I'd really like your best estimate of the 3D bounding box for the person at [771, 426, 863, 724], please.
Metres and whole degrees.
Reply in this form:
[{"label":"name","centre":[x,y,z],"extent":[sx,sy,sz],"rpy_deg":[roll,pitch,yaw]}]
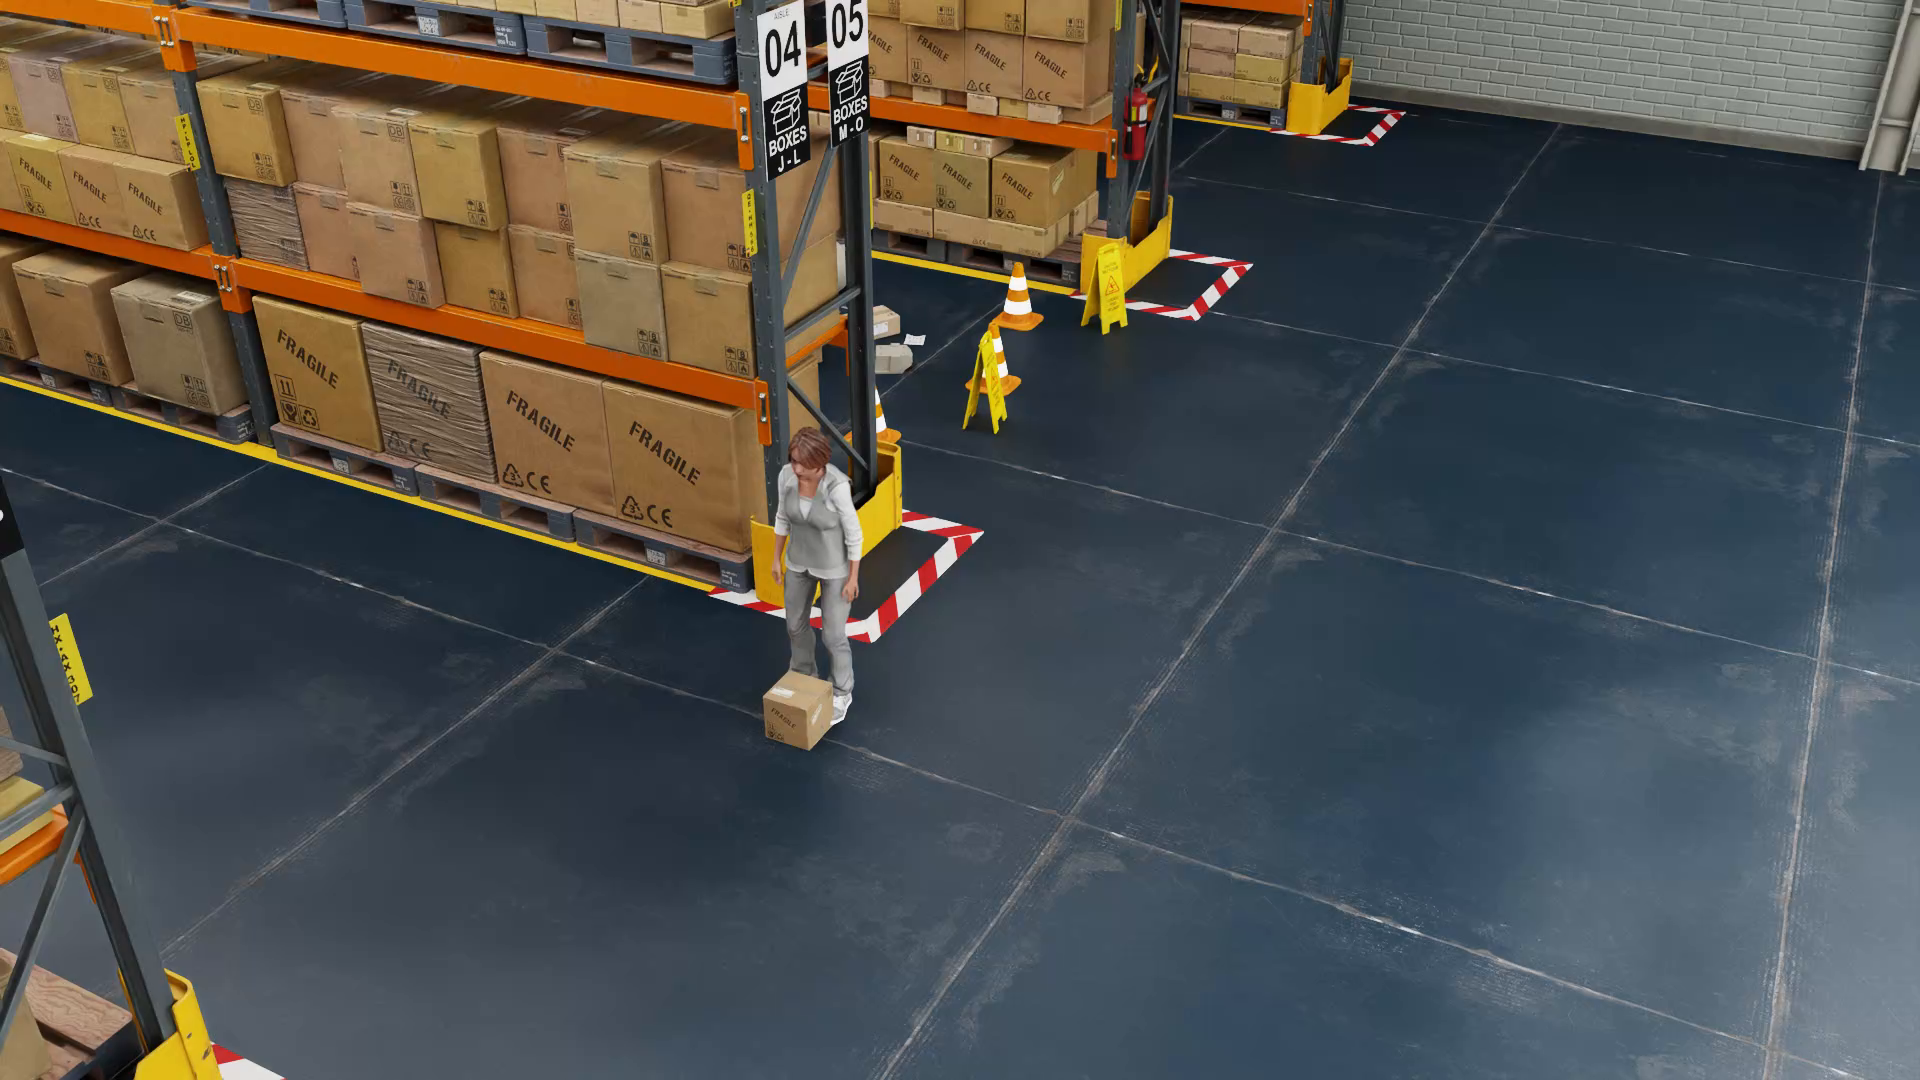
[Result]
[{"label":"person","centre":[-0.689,0.150,8.035],"extent":[0.479,1.593,0.345],"rpy_deg":[13,33,22]}]
